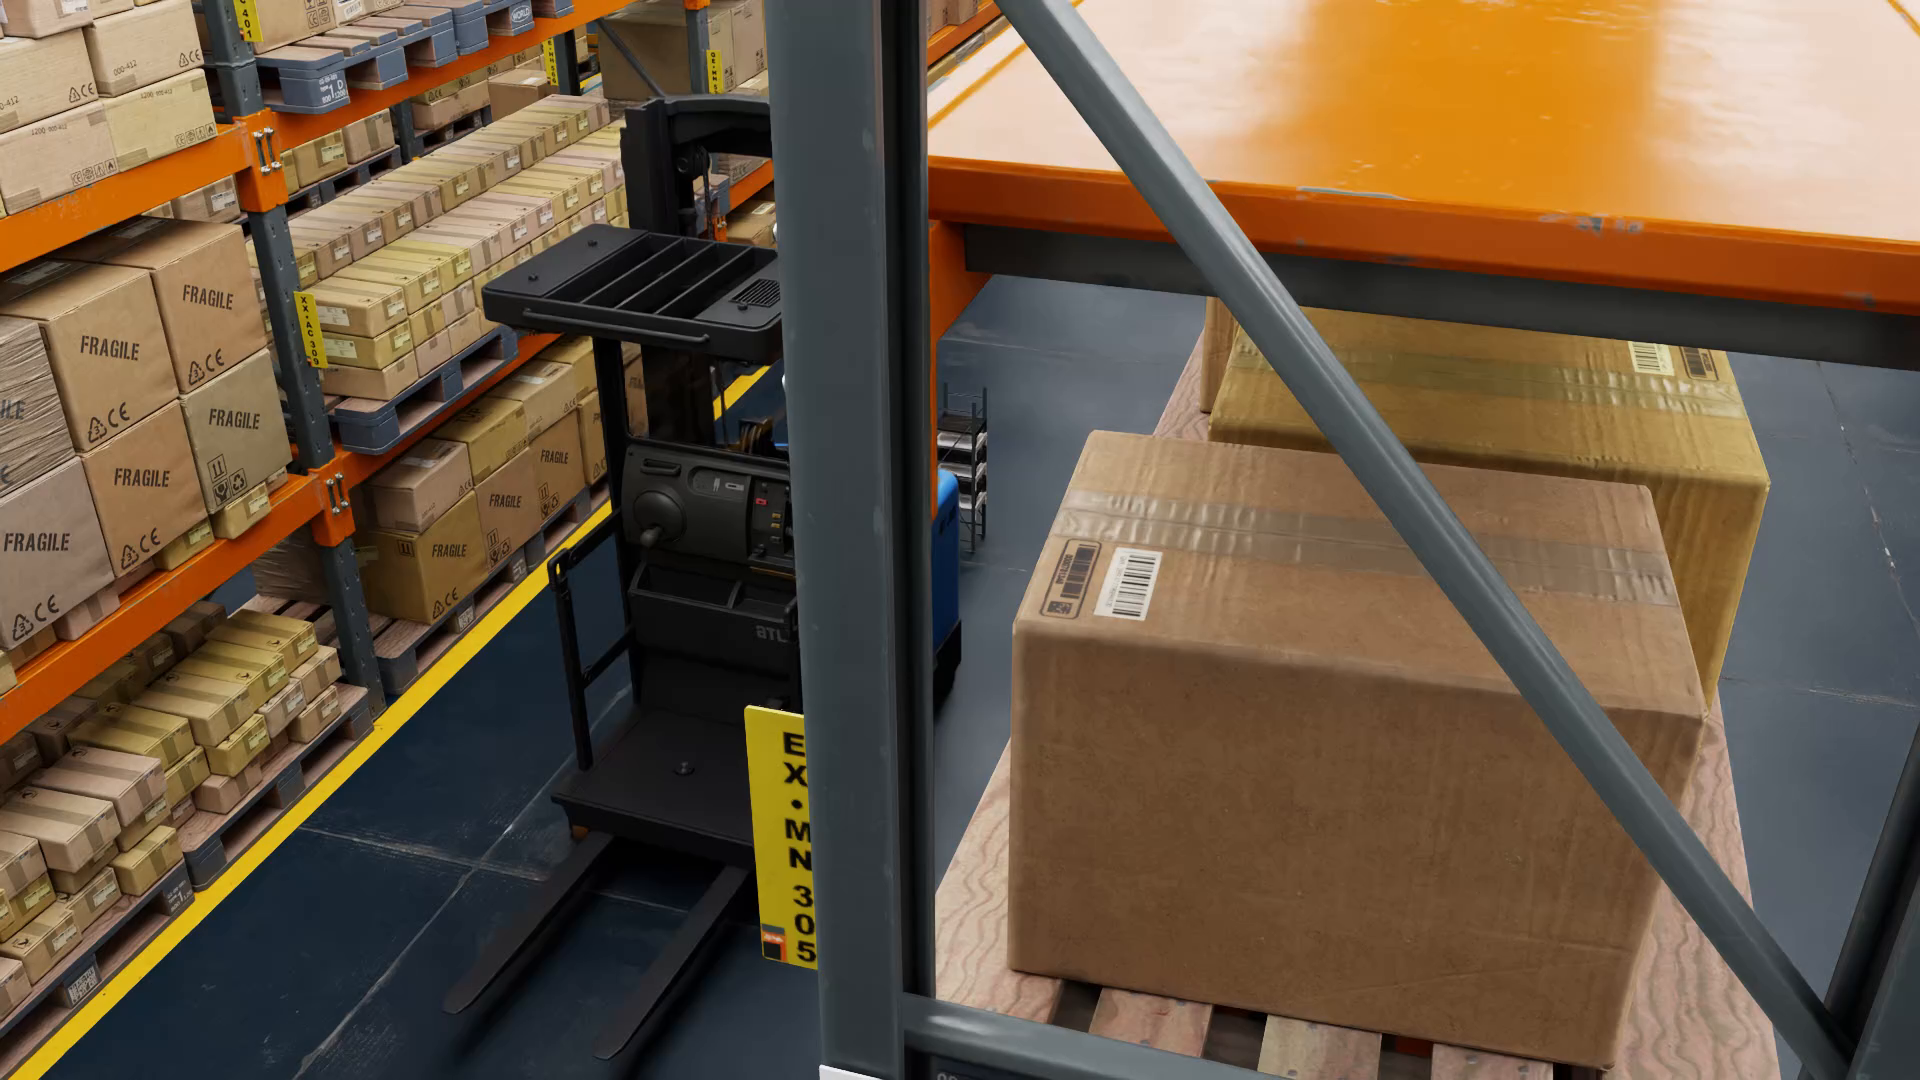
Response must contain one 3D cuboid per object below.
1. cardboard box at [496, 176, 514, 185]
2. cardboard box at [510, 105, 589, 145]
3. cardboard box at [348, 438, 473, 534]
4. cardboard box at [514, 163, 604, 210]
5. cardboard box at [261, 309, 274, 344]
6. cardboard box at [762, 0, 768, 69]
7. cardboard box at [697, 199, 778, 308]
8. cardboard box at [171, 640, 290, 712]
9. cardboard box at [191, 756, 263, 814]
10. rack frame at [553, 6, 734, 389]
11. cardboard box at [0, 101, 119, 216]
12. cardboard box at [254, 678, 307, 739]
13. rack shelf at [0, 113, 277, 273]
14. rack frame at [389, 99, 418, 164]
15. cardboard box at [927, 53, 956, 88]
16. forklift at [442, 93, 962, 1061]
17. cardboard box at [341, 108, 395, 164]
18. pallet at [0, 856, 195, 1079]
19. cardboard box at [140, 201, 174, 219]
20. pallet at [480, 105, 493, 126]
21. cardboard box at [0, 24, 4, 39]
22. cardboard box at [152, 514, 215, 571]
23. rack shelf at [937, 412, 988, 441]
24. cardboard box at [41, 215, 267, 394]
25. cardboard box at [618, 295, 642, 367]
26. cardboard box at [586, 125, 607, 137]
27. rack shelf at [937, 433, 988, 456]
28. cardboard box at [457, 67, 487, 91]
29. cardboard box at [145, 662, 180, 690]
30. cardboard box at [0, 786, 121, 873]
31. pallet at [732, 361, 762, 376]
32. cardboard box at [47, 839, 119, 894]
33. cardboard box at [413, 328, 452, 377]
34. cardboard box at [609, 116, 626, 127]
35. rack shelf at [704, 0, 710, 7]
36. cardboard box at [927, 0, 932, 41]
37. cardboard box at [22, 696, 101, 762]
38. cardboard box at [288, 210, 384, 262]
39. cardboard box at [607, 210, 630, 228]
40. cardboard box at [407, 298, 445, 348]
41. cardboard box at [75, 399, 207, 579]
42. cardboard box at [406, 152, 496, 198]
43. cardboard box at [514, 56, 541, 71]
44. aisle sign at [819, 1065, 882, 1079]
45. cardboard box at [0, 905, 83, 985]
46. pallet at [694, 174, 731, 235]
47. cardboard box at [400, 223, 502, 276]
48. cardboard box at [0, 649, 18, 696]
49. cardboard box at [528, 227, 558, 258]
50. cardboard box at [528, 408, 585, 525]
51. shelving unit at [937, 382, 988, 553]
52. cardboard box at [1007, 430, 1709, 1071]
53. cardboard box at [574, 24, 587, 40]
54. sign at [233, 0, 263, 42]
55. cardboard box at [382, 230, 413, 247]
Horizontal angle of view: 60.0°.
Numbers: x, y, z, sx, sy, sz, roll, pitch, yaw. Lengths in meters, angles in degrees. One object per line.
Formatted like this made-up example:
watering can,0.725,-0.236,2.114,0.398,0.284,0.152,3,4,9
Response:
cardboard box,-2.646,-1.938,9.169,0.380,0.149,0.250,9,30,15
cardboard box,-2.409,-2.436,9.757,0.380,0.149,0.250,8,30,14
cardboard box,-2.716,-0.280,8.036,0.500,0.250,0.500,7,30,13
cardboard box,-2.099,-1.854,8.712,0.380,0.149,0.250,10,31,17
cardboard box,-3.257,-0.972,7.432,0.380,0.149,0.250,9,30,16
cardboard box,-1.574,-3.576,11.461,0.700,0.500,0.500,8,30,14
cardboard box,-1.747,-1.885,11.435,1.050,0.750,0.750,8,30,14
cardboard box,-3.078,0.574,7.021,0.380,0.149,0.250,9,30,15
cardboard box,-3.147,0.979,6.906,0.380,0.149,0.250,7,30,13
rack frame,-2.011,-2.414,10.504,1.000,3.000,0.127,8,30,15
cardboard box,-3.229,-1.304,5.577,0.500,0.250,0.500,8,30,15
cardboard box,-3.042,0.696,7.108,0.380,0.149,0.250,7,30,12
rack shelf,-3.773,-0.622,4.938,1.077,0.370,4.000,8,30,15
rack frame,-5.599,-4.933,15.031,1.000,3.000,0.127,8,30,15
cardboard box,-0.586,-3.810,14.768,0.875,0.875,0.875,9,30,16
forklift,-0.981,-0.071,6.363,1.130,2.935,3.031,10,31,18
cardboard box,-5.751,-3.724,15.129,0.950,0.372,0.625,9,30,16
pallet,-3.705,1.549,6.248,1.003,0.211,1.213,8,30,15
cardboard box,-6.598,-2.370,12.696,0.950,0.372,0.625,6,30,11
pallet,-5.079,-4.600,17.302,1.003,0.211,1.213,8,30,15
cardboard box,-3.305,-1.660,5.293,0.380,0.149,0.250,10,30,17
cardboard box,-3.153,-0.028,6.474,0.380,0.149,0.250,10,31,17
rack shelf,-0.002,-0.596,8.909,0.258,0.077,0.200,8,30,15
cardboard box,-3.065,-0.909,6.361,0.500,0.500,0.500,7,30,13
cardboard box,-2.099,-1.242,9.764,0.500,0.250,0.500,9,30,16
cardboard box,-2.345,-2.422,10.039,0.380,0.149,0.250,10,31,17
rack shelf,-0.002,-0.518,8.953,0.258,0.077,0.200,8,30,15
cardboard box,-5.022,-4.728,16.289,0.500,0.500,0.500,10,31,17
cardboard box,-3.586,0.630,7.226,0.380,0.149,0.250,9,30,15
cardboard box,-3.354,1.066,6.137,0.380,0.149,0.250,7,30,13
pallet,-1.708,-1.551,11.822,1.003,0.211,1.213,8,30,15
cardboard box,-3.425,1.169,6.258,0.380,0.149,0.250,7,30,12
cardboard box,-2.554,-0.876,7.566,0.380,0.149,0.250,9,30,16
cardboard box,-1.793,-2.338,9.582,0.380,0.149,0.250,8,30,14
rack shelf,-1.424,-4.340,11.621,1.077,0.370,4.000,8,30,15
cardboard box,-0.740,-4.512,14.121,0.875,0.550,0.550,8,30,15
cardboard box,-3.704,0.746,6.712,0.380,0.149,0.250,8,30,14
cardboard box,-3.022,-1.470,8.022,0.380,0.149,0.250,8,30,15
cardboard box,-2.021,-1.718,9.079,0.380,0.149,0.250,7,30,13
cardboard box,-2.556,-0.997,7.478,0.380,0.149,0.250,8,30,14
cardboard box,-3.211,-0.223,6.156,0.500,0.500,0.500,8,30,13
cardboard box,-2.716,-1.950,8.884,0.380,0.149,0.250,9,30,16
cardboard box,-4.713,-4.876,17.326,0.500,0.250,0.500,7,30,13
aisle sign,0.044,0.913,1.849,0.394,0.787,0.004,8,30,15
cardboard box,-3.459,1.447,6.063,0.380,0.149,0.250,9,30,15
pallet,-2.119,-1.984,9.928,1.213,0.211,1.003,8,30,15
cardboard box,-2.401,-1.371,7.844,0.380,0.149,0.250,8,30,14
cardboard box,-3.436,0.457,5.601,0.380,0.149,0.250,9,30,16
cardboard box,-2.250,-1.487,8.358,0.380,0.149,0.250,8,30,14
cardboard box,-2.420,-0.444,9.101,0.500,0.500,0.500,9,30,16
shelving unit,-0.002,-0.389,9.024,0.258,0.900,0.210,8,30,15
cardboard box,0.454,0.227,2.033,0.700,0.500,0.500,7,30,12
cardboard box,-4.411,-5.692,18.021,0.500,0.500,0.500,9,30,15
sign,-2.664,-2.018,6.175,0.100,0.325,0.005,8,30,15
cardboard box,-2.952,-1.458,8.306,0.380,0.149,0.250,7,30,12
